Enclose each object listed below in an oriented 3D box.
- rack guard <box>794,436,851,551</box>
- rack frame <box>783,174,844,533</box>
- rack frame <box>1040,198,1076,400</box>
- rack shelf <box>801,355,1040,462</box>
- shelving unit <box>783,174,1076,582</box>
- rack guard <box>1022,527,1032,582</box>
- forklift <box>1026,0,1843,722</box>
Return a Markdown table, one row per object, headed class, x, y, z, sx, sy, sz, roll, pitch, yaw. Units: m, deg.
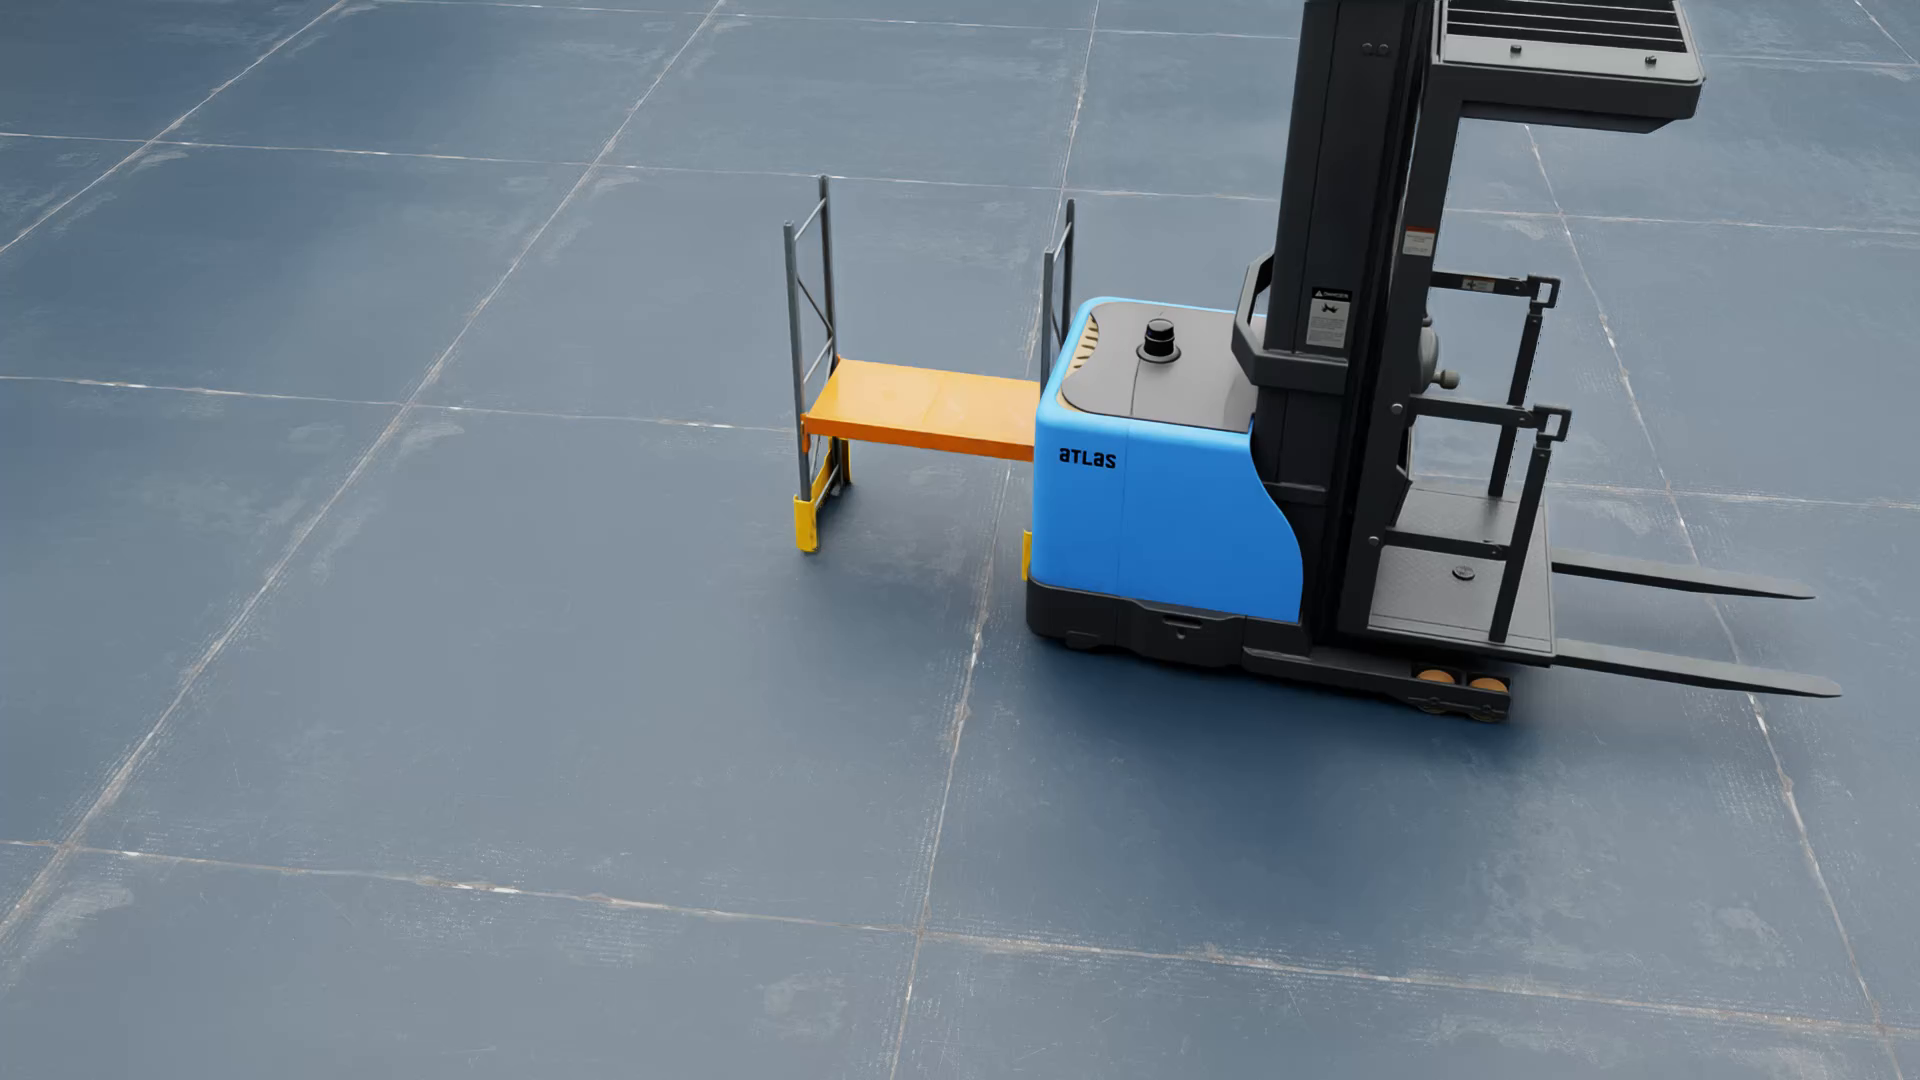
| class | x | y | z | sx | sy | sz | roll | pitch | yaw |
| --- | --- | --- | --- | --- | --- | --- | --- | --- | --- |
| rack guard | -0.603 | -0.224 | 7.349 | 0.087 | 0.250 | 0.587 | 8 | 36 | 11 |
| rack frame | -0.605 | -0.733 | 6.986 | 0.032 | 1.500 | 0.500 | 8 | 36 | 11 |
| rack frame | 0.385 | -0.597 | 6.795 | 0.032 | 1.500 | 0.500 | 8 | 36 | 11 |
| rack shelf | -0.110 | -0.518 | 6.995 | 1.000 | 0.185 | 0.538 | 8 | 36 | 11 |
| shelving unit | -0.119 | -0.666 | 6.892 | 1.083 | 1.500 | 0.587 | 8 | 36 | 11 |
| rack guard | 0.366 | -0.090 | 7.161 | 0.087 | 0.250 | 0.587 | 8 | 36 | 11 |
| forklift | 1.839 | -0.849 | 5.916 | 3.031 | 2.935 | 1.130 | 8 | 36 | 12 |
